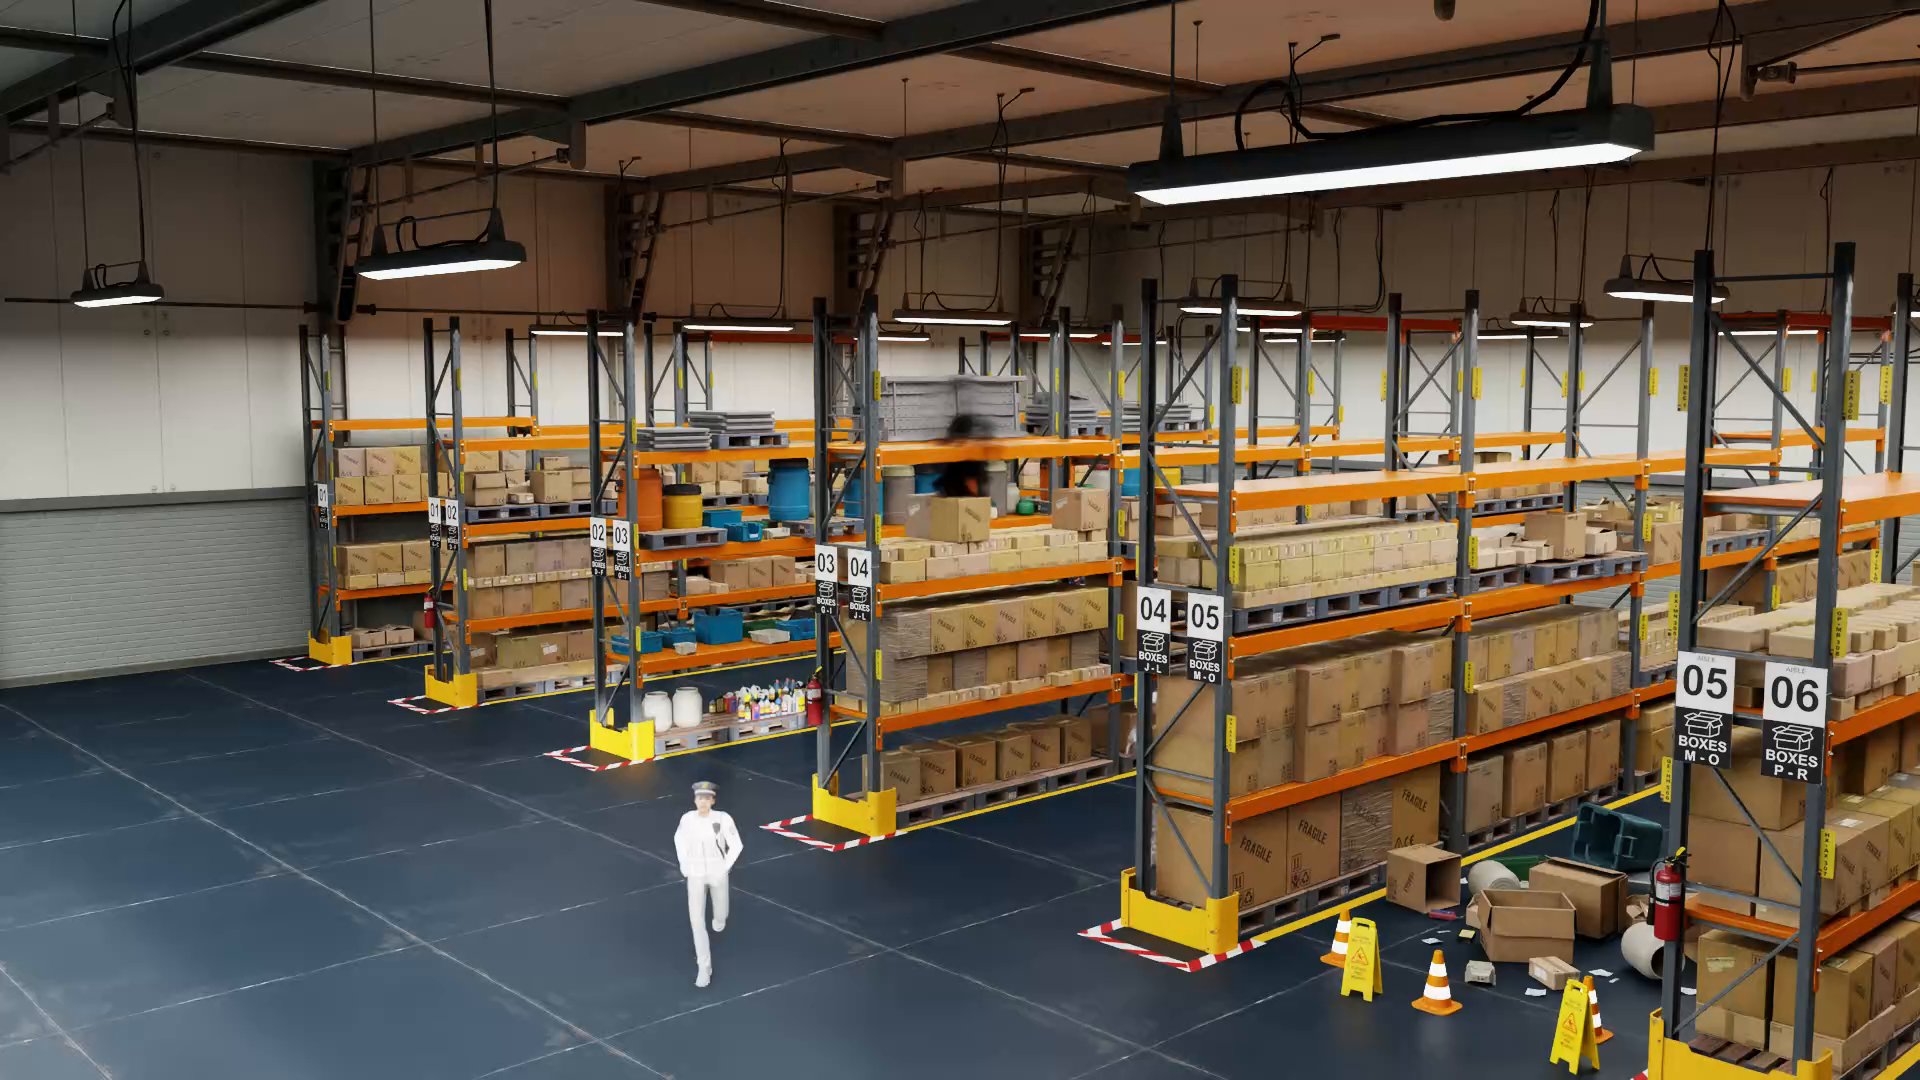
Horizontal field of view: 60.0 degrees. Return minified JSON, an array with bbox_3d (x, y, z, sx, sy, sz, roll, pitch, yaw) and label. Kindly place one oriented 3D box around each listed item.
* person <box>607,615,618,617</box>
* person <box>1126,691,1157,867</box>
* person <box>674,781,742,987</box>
[{"bbox_3d":[-6.220,1.348,29.932,0.510,1.607,0.676,4,7,37],"label":"person"},{"bbox_3d":[2.056,2.509,17.535,0.785,1.846,0.661,-5,8,-43],"label":"person"},{"bbox_3d":[-2.184,2.905,14.434,0.595,1.691,0.996,-1,6,-6],"label":"person"}]
